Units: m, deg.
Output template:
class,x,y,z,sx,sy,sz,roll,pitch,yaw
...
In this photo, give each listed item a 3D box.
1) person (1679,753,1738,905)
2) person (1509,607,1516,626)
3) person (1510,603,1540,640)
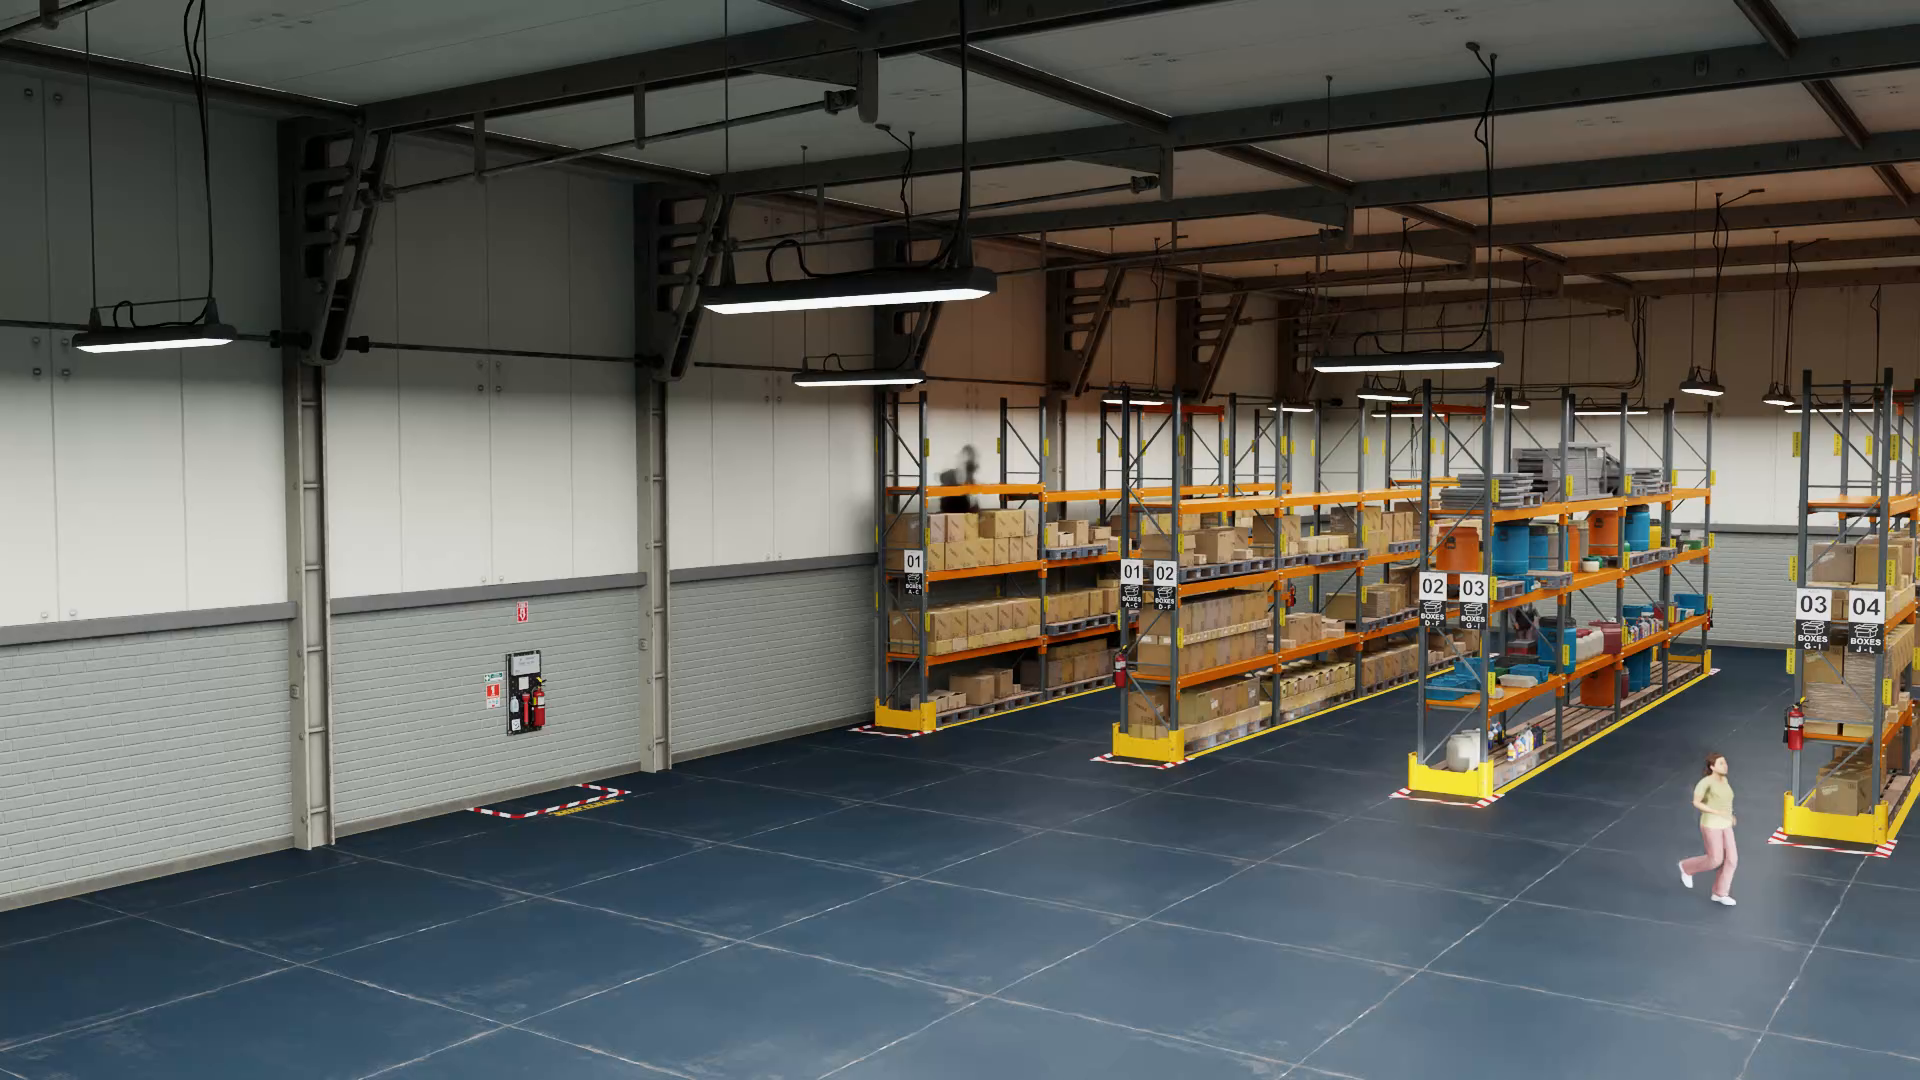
class,x,y,z,sx,sy,sz,roll,pitch,yaw
person,8.314,3.160,18.388,0.583,1.634,0.701,-2,4,-28
person,13.459,1.992,39.974,0.631,1.664,0.703,-1,3,-23
person,13.003,2.056,38.291,0.664,1.683,0.647,1,3,20
